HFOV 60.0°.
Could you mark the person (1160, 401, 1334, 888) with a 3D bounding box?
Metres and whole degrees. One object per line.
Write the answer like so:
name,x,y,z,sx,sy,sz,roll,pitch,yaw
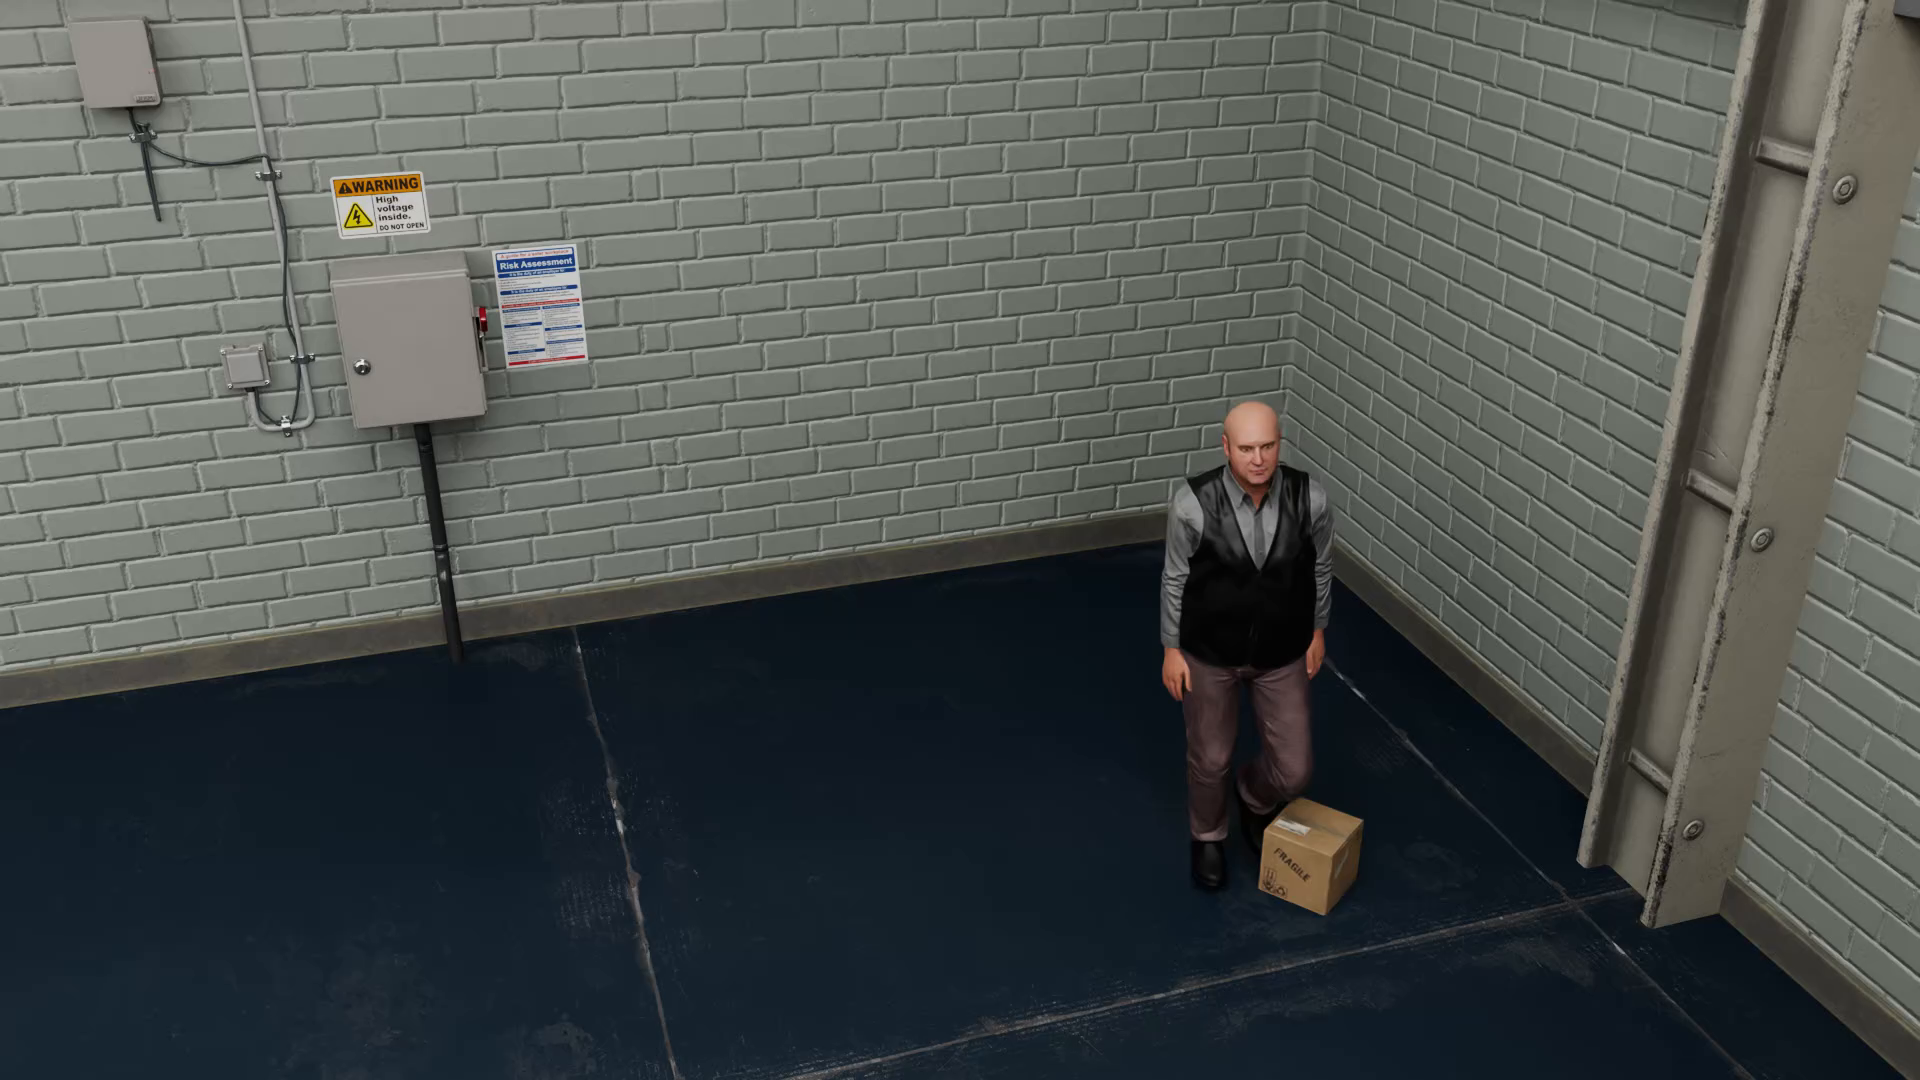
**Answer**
person,0.914,0.359,5.352,0.560,1.711,0.469,0,26,0
